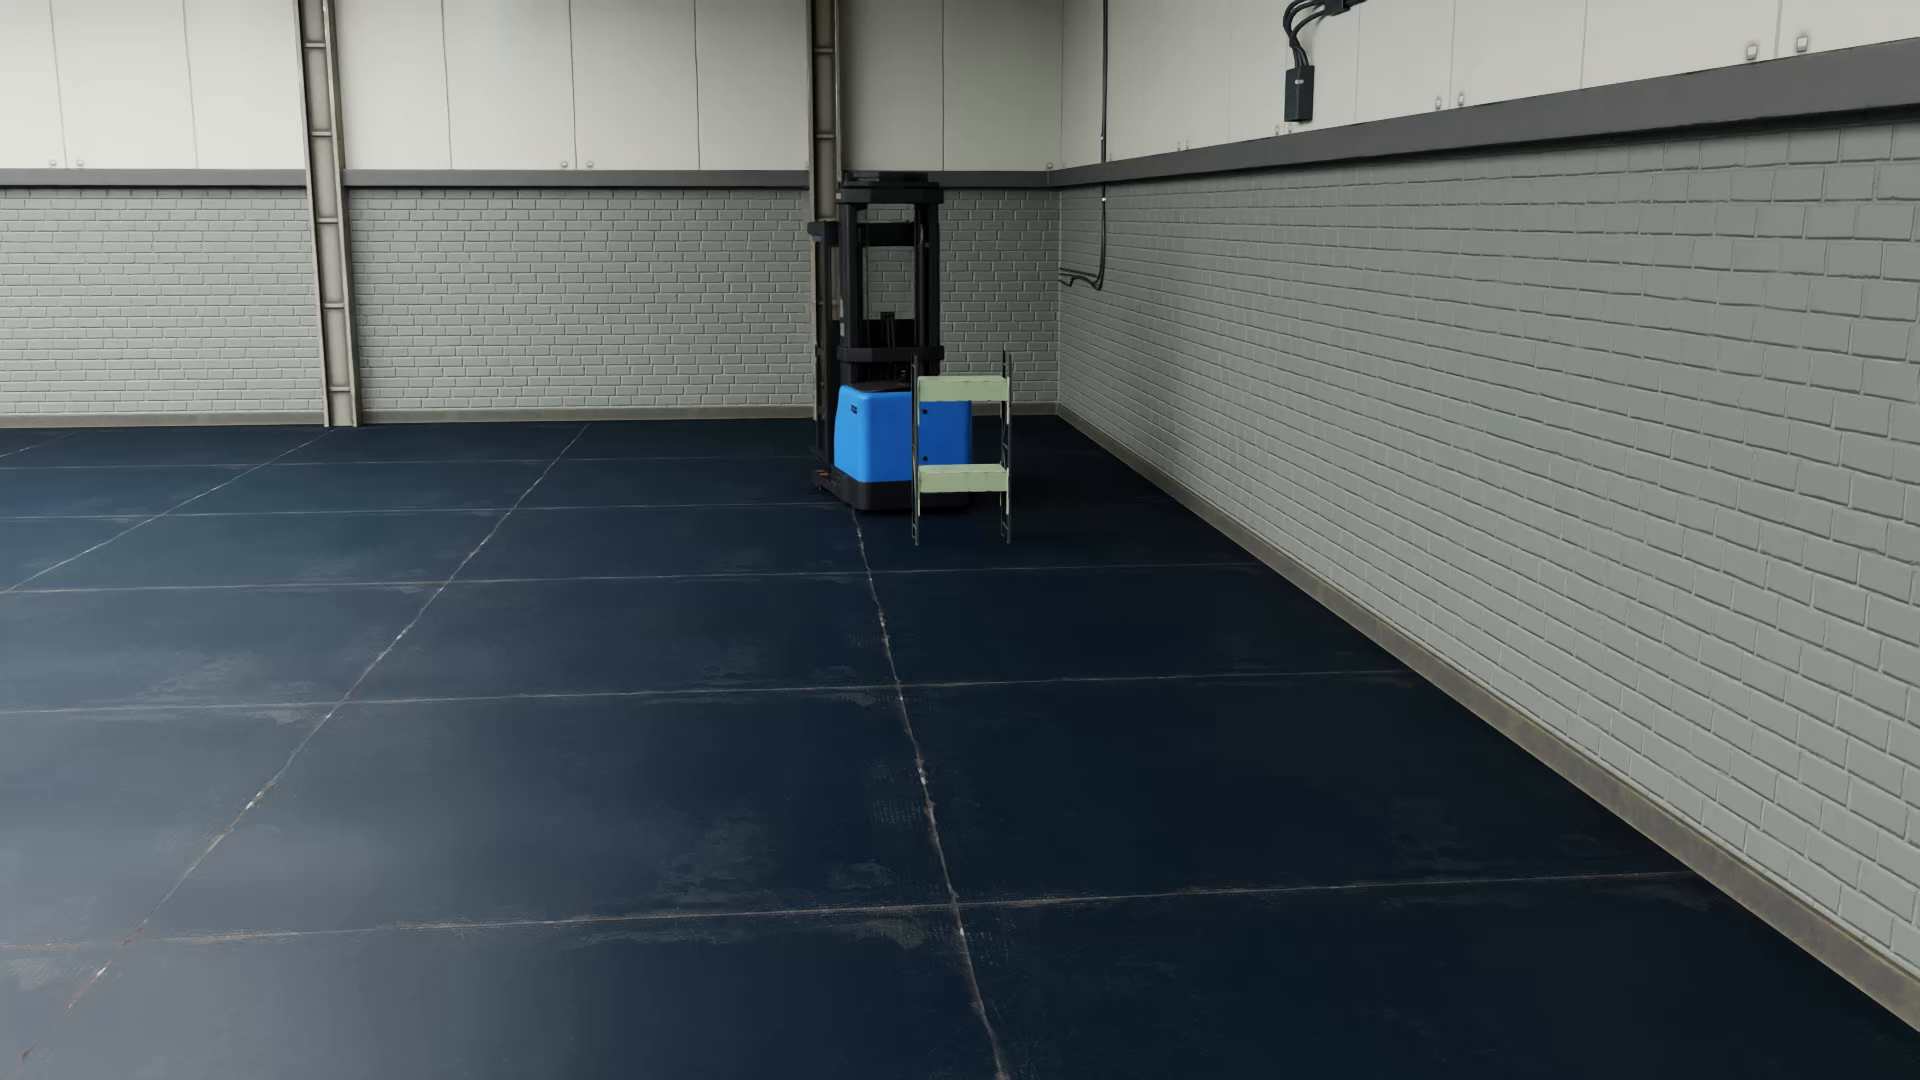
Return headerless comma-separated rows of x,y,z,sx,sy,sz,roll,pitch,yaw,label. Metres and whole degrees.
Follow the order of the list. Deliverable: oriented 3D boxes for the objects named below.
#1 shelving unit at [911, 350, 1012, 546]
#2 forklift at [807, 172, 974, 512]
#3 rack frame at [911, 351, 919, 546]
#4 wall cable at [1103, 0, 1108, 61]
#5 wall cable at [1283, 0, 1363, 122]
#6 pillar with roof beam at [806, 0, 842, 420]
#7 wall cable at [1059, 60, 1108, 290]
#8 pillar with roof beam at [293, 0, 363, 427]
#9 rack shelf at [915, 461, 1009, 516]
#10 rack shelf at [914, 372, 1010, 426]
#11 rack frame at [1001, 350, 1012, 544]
0.007,-0.736,13.224,0.755,1.500,0.431,-1,11,-6,shelving unit
-0.793,-1.927,15.572,1.130,2.935,3.031,-3,12,-16,forklift
-0.357,-0.728,13.185,0.023,1.500,0.400,-1,11,-6,rack frame
1.688,-6.211,16.591,0.112,2.526,3.097,-1,11,-6,wall cable
2.406,-5.623,9.827,0.169,6.003,2.305,-1,11,-6,wall cable
-1.211,-5.142,16.196,0.400,9.000,9.100,-1,11,-6,pillar with roof beam
1.396,-4.252,19.717,0.112,2.526,3.097,-1,11,-6,wall cable
-7.175,-5.017,15.560,0.400,9.000,9.100,-1,11,-6,pillar with roof beam
0.007,-0.416,13.287,0.720,0.370,0.431,-1,11,-6,rack shelf
0.007,-1.119,13.149,0.720,0.370,0.431,-1,11,-6,rack shelf
0.371,-0.744,13.263,0.023,1.500,0.400,-1,11,-6,rack frame
